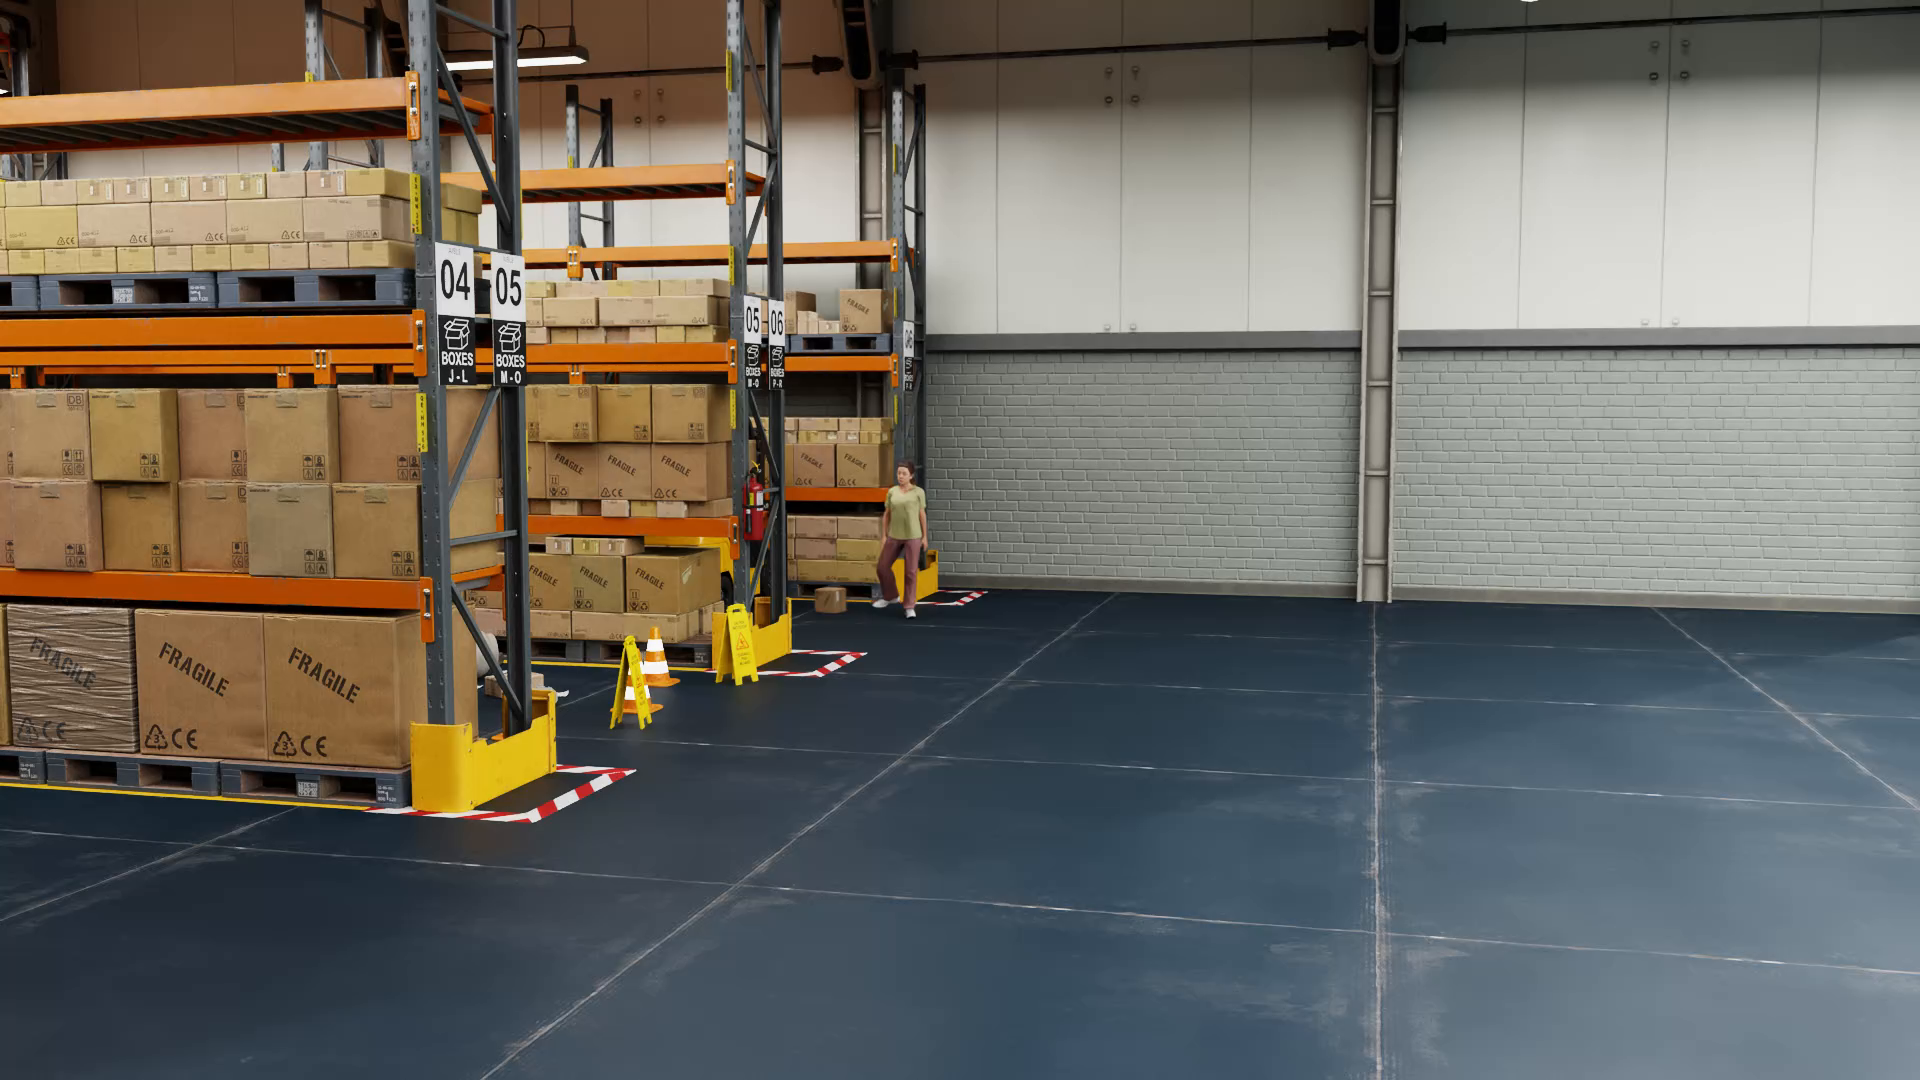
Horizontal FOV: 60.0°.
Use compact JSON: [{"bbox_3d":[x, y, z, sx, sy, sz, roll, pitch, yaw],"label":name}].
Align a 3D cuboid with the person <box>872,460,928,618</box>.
[{"bbox_3d":[-0.663,-0.020,17.718,0.640,1.665,0.485,1,5,14],"label":"person"}]
